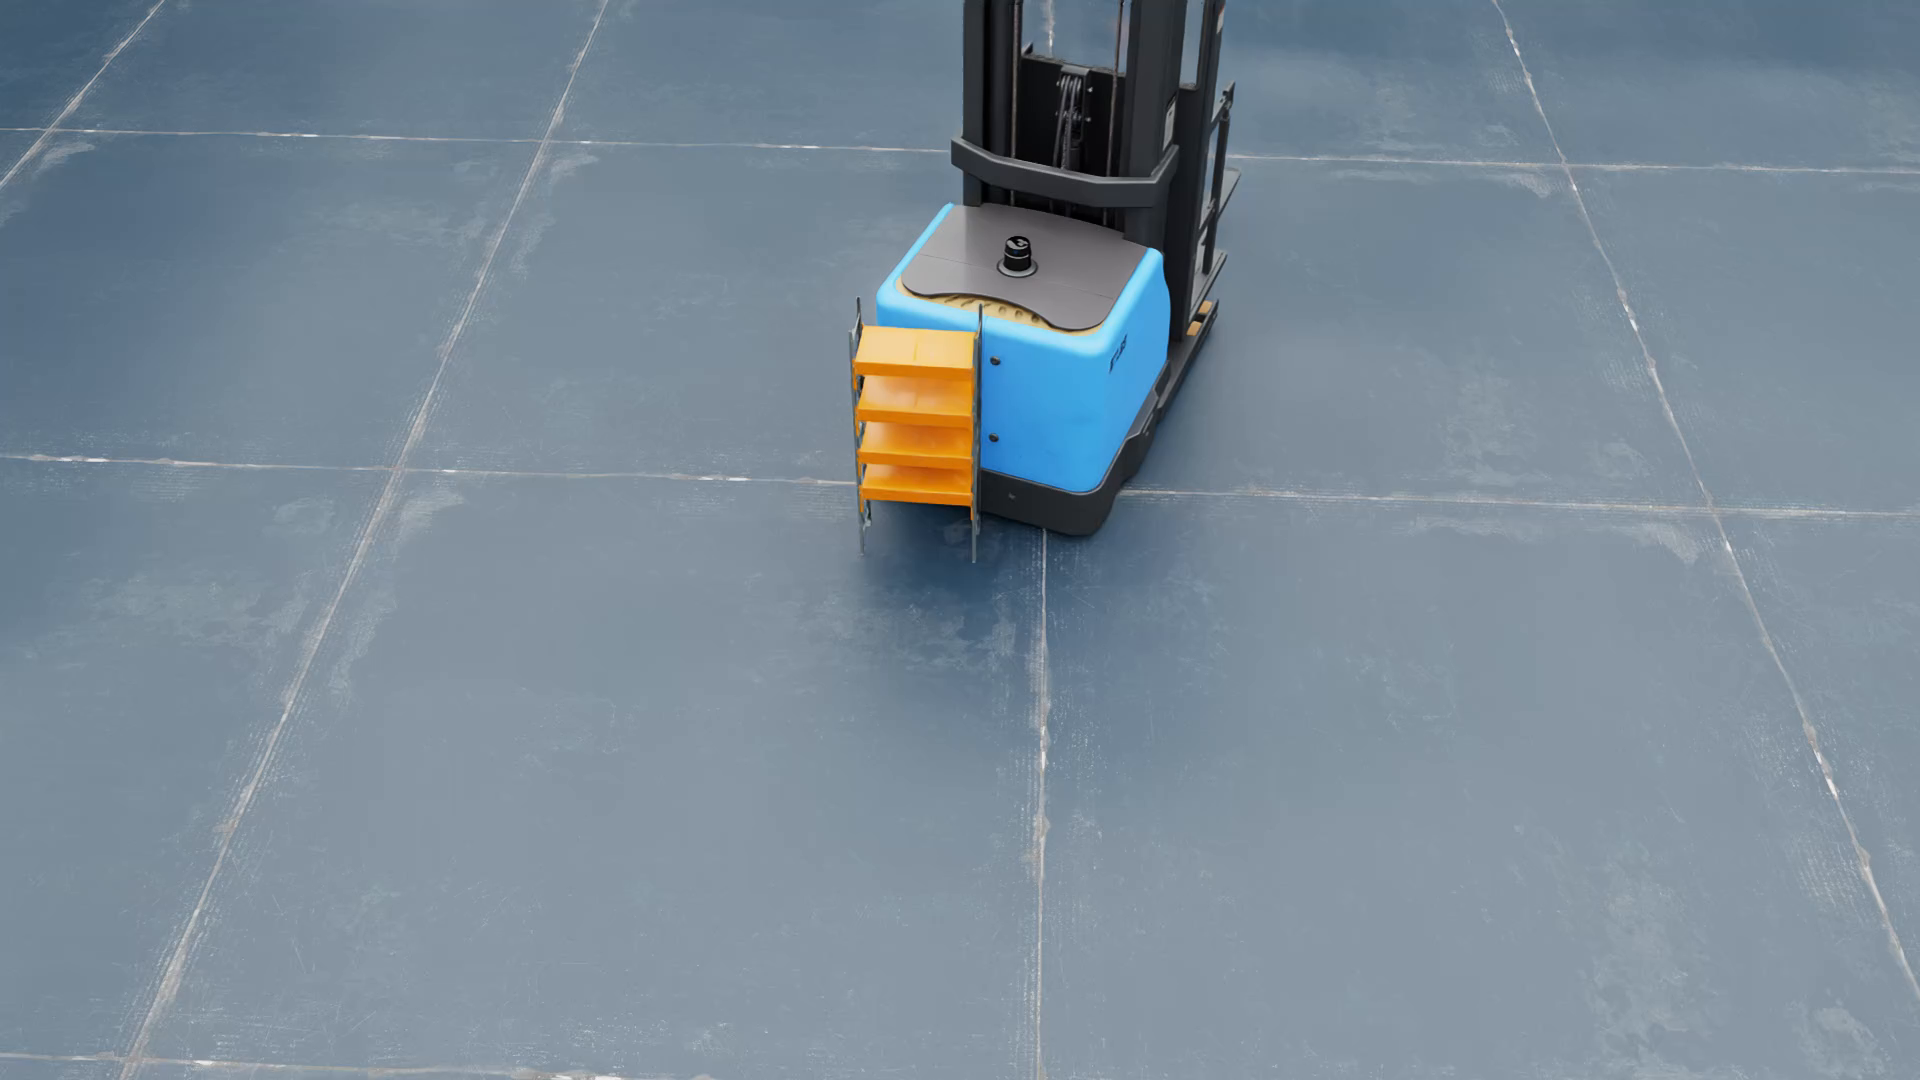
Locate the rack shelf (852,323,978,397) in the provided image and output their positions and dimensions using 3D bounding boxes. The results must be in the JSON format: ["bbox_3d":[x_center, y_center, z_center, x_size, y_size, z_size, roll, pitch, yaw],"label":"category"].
[{"bbox_3d":[-0.172,-0.722,6.653,0.480,0.148,0.258,4,43,4],"label":"rack shelf"}]

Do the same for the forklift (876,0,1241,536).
[{"bbox_3d":[0.666,-2.106,7.445,1.130,2.935,3.031,16,45,16],"label":"forklift"}]

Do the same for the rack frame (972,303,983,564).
[{"bbox_3d":[0.071,-0.417,6.903,0.015,1.200,0.240,4,43,4],"label":"rack frame"}]

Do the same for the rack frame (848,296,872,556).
[{"bbox_3d":[-0.415,-0.451,6.939,0.015,1.200,0.240,4,43,4],"label":"rack frame"}]

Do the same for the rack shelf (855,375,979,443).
[{"bbox_3d":[-0.172,-0.548,6.814,0.480,0.148,0.258,4,43,4],"label":"rack shelf"}]

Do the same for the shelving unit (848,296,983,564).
[{"bbox_3d":[-0.172,-0.434,6.921,0.503,1.200,0.258,4,43,4],"label":"shelving unit"}]

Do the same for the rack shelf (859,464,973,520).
[{"bbox_3d":[-0.172,-0.240,7.102,0.480,0.148,0.258,4,43,4],"label":"rack shelf"}]

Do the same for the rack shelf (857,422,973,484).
[{"bbox_3d":[-0.172,-0.385,6.967,0.480,0.148,0.258,4,43,4],"label":"rack shelf"}]
